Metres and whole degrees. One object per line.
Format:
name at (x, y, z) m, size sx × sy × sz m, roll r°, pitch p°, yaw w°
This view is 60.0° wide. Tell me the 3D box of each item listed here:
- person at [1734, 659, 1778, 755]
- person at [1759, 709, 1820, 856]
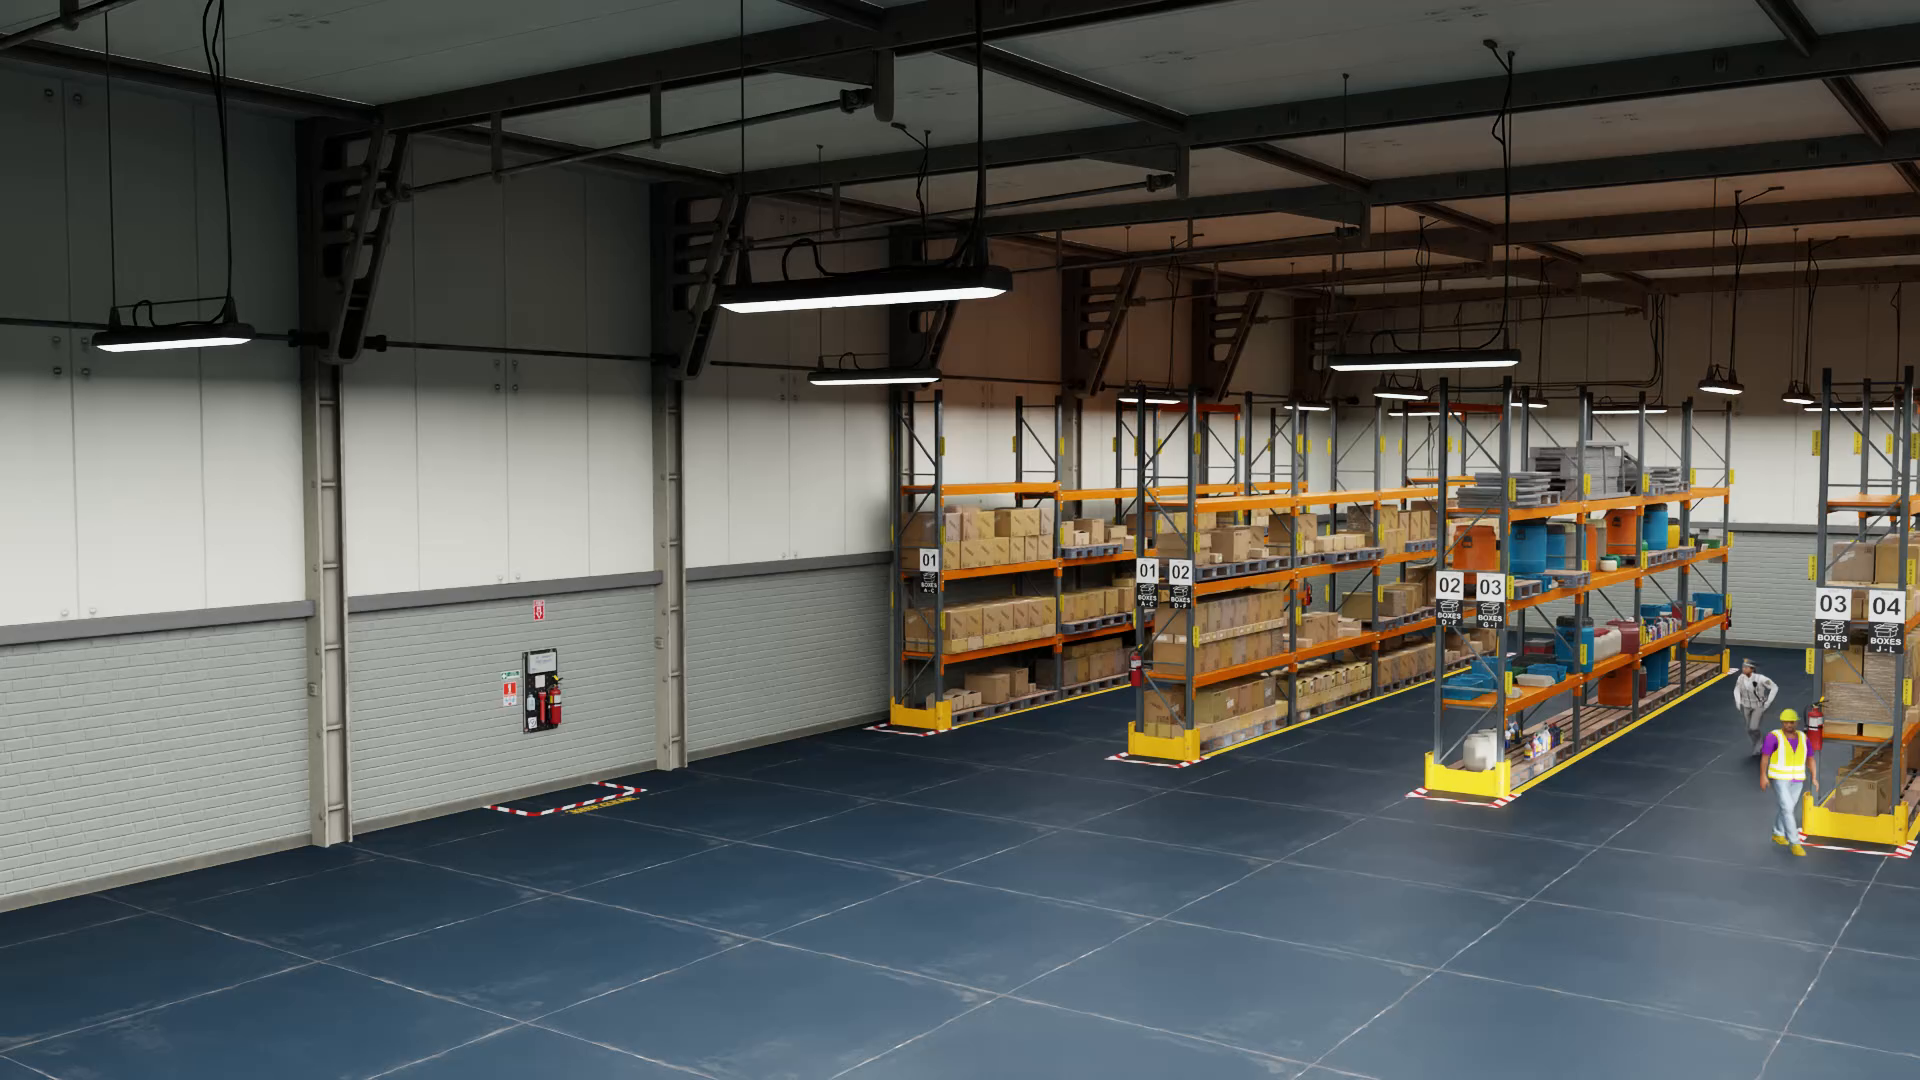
person at (12.835, 2.693, 26.876) m, size 0.680 × 1.601 × 0.594 m, roll -3°, pitch 4°, yaw -43°
person at (10.272, 2.955, 20.509) m, size 0.592 × 1.729 × 0.903 m, roll 0°, pitch 3°, yaw -4°
